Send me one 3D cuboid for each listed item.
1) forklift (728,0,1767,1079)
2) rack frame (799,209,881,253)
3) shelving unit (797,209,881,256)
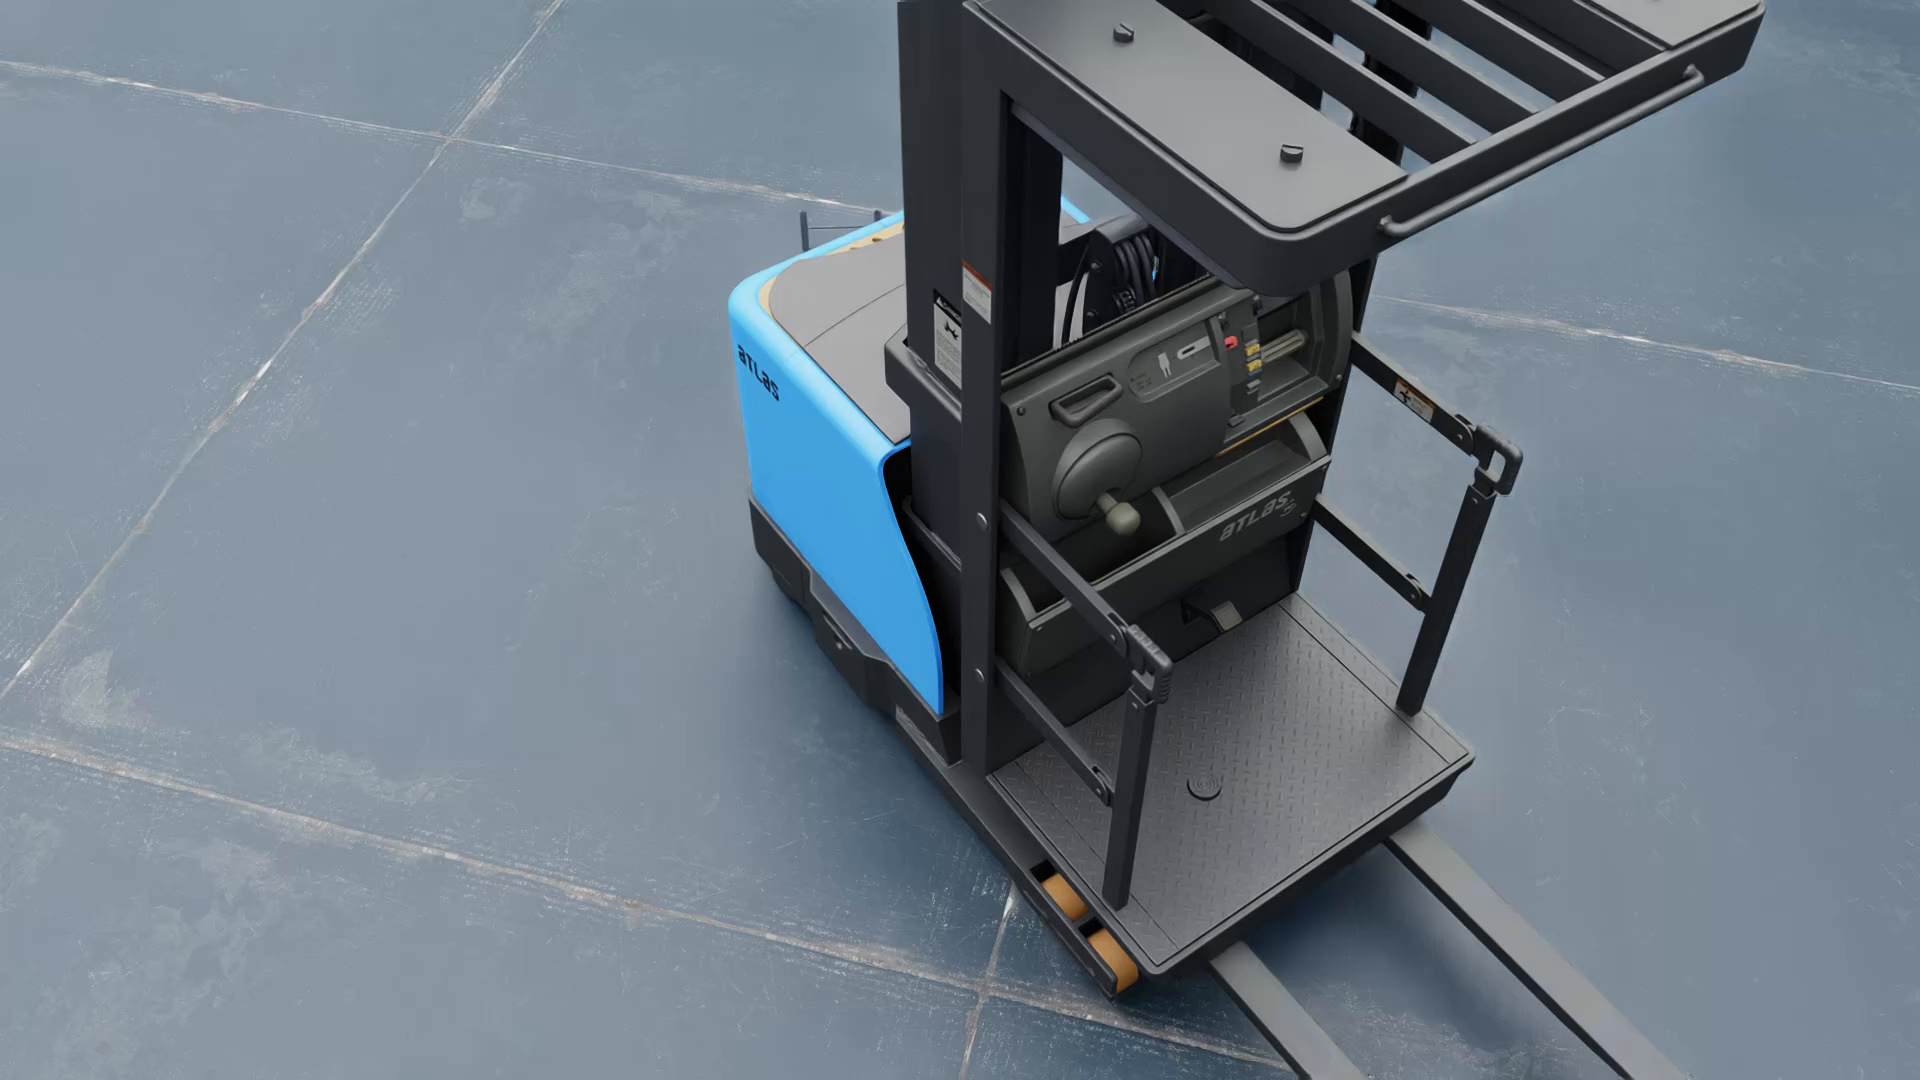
[{"bbox_3d":[0.622,-0.239,3.506,1.130,2.935,3.031,-28,54,-22],"label":"forklift"},{"bbox_3d":[-0.354,-0.673,5.244,0.240,0.900,0.006,-1,49,-1],"label":"rack frame"},{"bbox_3d":[-0.351,-0.597,5.177,0.258,0.900,0.210,-1,49,-1],"label":"shelving unit"}]
